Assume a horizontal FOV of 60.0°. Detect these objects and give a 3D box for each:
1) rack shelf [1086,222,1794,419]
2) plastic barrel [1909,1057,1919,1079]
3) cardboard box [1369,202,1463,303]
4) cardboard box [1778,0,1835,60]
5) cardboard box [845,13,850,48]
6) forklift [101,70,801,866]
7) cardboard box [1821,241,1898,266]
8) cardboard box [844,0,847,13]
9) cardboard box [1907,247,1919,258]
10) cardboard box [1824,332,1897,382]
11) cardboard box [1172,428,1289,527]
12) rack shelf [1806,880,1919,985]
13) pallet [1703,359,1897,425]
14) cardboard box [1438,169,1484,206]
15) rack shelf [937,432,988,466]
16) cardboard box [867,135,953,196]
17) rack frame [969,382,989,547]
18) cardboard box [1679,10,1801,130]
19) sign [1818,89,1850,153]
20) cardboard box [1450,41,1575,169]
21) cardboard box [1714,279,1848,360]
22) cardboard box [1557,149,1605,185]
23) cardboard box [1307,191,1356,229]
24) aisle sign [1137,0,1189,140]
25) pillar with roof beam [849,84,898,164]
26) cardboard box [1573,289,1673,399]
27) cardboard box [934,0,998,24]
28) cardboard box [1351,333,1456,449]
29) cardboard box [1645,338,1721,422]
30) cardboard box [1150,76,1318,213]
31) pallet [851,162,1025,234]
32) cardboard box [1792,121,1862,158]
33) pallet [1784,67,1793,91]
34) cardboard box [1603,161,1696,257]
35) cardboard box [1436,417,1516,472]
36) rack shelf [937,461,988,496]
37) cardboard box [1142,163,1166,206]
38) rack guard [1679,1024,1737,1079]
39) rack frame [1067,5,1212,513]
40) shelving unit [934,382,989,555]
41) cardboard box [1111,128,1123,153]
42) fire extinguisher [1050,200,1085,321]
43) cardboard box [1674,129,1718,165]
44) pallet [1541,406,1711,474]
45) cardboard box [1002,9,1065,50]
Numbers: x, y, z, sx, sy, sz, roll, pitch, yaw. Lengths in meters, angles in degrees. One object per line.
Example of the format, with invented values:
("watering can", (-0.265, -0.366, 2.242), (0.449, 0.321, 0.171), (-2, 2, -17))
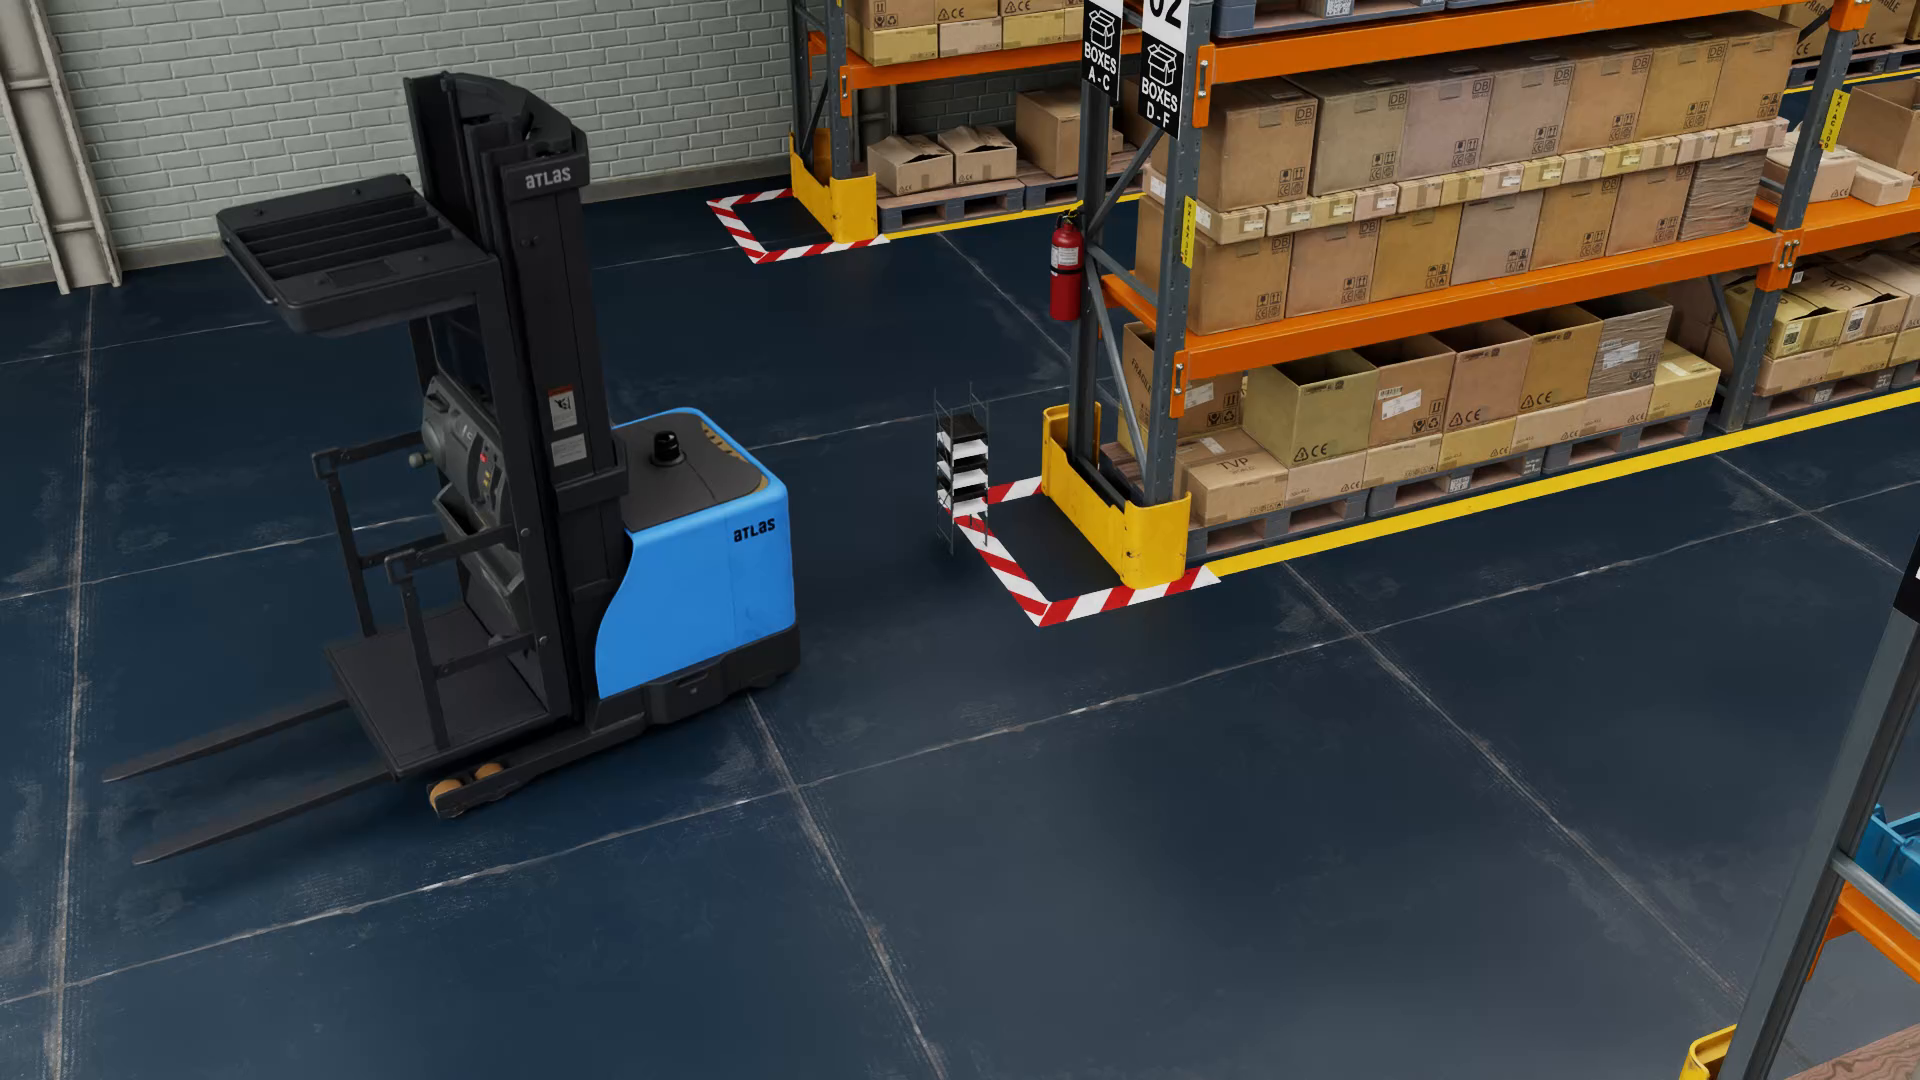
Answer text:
("rack shelf", (2.700, -1.441, 9.292), (4.000, 0.370, 1.077), (-13, 35, -19))
("plastic barrel", (3.348, 1.861, 5.454), (0.421, 0.512, 0.421), (0, 33, 0))
("cardboard box", (2.234, -1.669, 8.892), (0.500, 0.500, 0.700), (-13, 35, -19))
("cardboard box", (7.851, -5.045, 15.758), (0.750, 0.750, 0.750), (-13, 35, -19))
("cardboard box", (-0.709, -3.952, 12.611), (0.500, 0.250, 0.500), (-12, 35, -18))
("forklift", (-2.282, -0.340, 7.003), (3.031, 2.935, 1.130), (-20, 38, -28))
("cardboard box", (5.745, -1.870, 10.914), (0.500, 0.311, 0.500), (-13, 35, -19))
("cardboard box", (-0.712, -4.277, 12.422), (0.500, 0.500, 0.500), (-13, 35, -19))
("cardboard box", (6.439, -1.711, 10.668), (0.500, 0.311, 0.500), (-12, 35, -18))
("cardboard box", (5.484, -1.256, 10.484), (0.500, 0.250, 0.500), (-12, 35, -18))
("cardboard box", (1.437, -0.345, 9.084), (0.500, 0.250, 0.500), (-13, 35, -19))
("rack shelf", (4.615, 1.051, 5.462), (4.000, 0.370, 1.077), (-13, 35, -19))
("pallet", (5.209, -1.171, 10.774), (1.213, 0.211, 1.003), (-13, 35, -19))
("cardboard box", (2.488, -1.882, 8.623), (0.250, 0.149, 0.380), (-13, 35, -20))
("rack shelf", (0.007, -0.502, 8.845), (0.200, 0.077, 0.258), (-13, 35, -19))
("cardboard box", (-0.392, -2.969, 13.042), (0.500, 0.311, 0.500), (-17, 37, -24))
("rack frame", (0.101, -0.400, 8.958), (0.006, 0.900, 0.240), (-13, 35, -19))
("cardboard box", (4.138, -2.654, 9.215), (0.500, 0.500, 0.700), (-13, 35, -19))
("sign", (4.761, -2.282, 9.058), (0.005, 0.325, 0.100), (-13, 35, -19))
("cardboard box", (2.750, -2.336, 8.726), (0.500, 0.500, 0.700), (-13, 35, -19))
("cardboard box", (5.022, -1.385, 10.169), (0.500, 0.311, 0.500), (-13, 35, -19))
("cardboard box", (3.205, -2.046, 8.876), (0.250, 0.149, 0.380), (-12, 35, -18))
("cardboard box", (1.775, -1.718, 8.371), (0.250, 0.149, 0.380), (-13, 35, -19))
("aisle sign", (0.914, -2.242, 7.480), (0.004, 0.787, 0.394), (-13, 35, -19))
("pillar with roof beam", (0.912, -4.743, 8.206), (0.400, 9.000, 9.100), (-13, 35, -19))
("cardboard box", (3.736, -1.195, 9.703), (0.500, 0.500, 0.500), (-13, 35, -19))
("cardboard box", (-0.049, -4.119, 12.180), (0.500, 0.500, 0.500), (-13, 35, -19))
("cardboard box", (2.353, -0.878, 9.216), (0.500, 0.500, 0.500), (-13, 35, -19))
("cardboard box", (4.202, -0.980, 10.061), (0.500, 0.250, 0.500), (-13, 35, -19))
("cardboard box", (1.341, -2.009, 8.224), (0.500, 0.500, 0.700), (-13, 35, -19))
("pallet", (-0.232, -2.811, 13.295), (1.213, 0.211, 1.003), (-13, 35, -19))
("cardboard box", (5.284, -2.386, 10.208), (0.258, 0.266, 0.396), (-14, 35, -20))
("pallet", (7.068, -4.459, 15.828), (1.213, 0.211, 1.003), (-13, 35, -19))
("cardboard box", (3.654, -1.995, 9.392), (0.500, 0.500, 0.700), (-13, 35, -19))
("cardboard box", (2.821, -0.661, 9.570), (0.500, 0.250, 0.500), (-13, 35, -19))
("rack shelf", (0.007, -0.351, 8.943), (0.200, 0.077, 0.258), (-13, 35, -19))
("cardboard box", (1.135, -1.811, 8.514), (0.250, 0.149, 0.380), (-13, 35, -20))
("rack guard", (2.822, 2.179, 5.360), (0.348, 0.500, 1.175), (-13, 35, -19))
("rack frame", (0.856, -1.320, 8.447), (0.127, 3.000, 1.000), (-13, 35, -19))
("shelving unit", (0.007, -0.379, 8.925), (0.210, 0.900, 0.258), (-13, 35, -19))
("cardboard box", (1.141, -3.317, 13.726), (0.250, 0.149, 0.380), (-16, 36, -23))
("fire extinguisher", (0.568, -1.496, 8.788), (0.183, 0.674, 0.296), (-13, 35, -19))
("cardboard box", (3.907, -2.206, 9.121), (0.250, 0.149, 0.380), (-14, 36, -20))
("pallet", (3.795, -0.849, 10.279), (1.213, 0.211, 1.003), (-13, 35, -19))
("cardboard box", (0.453, -3.921, 12.562), (0.500, 0.250, 0.500), (-13, 35, -20))
